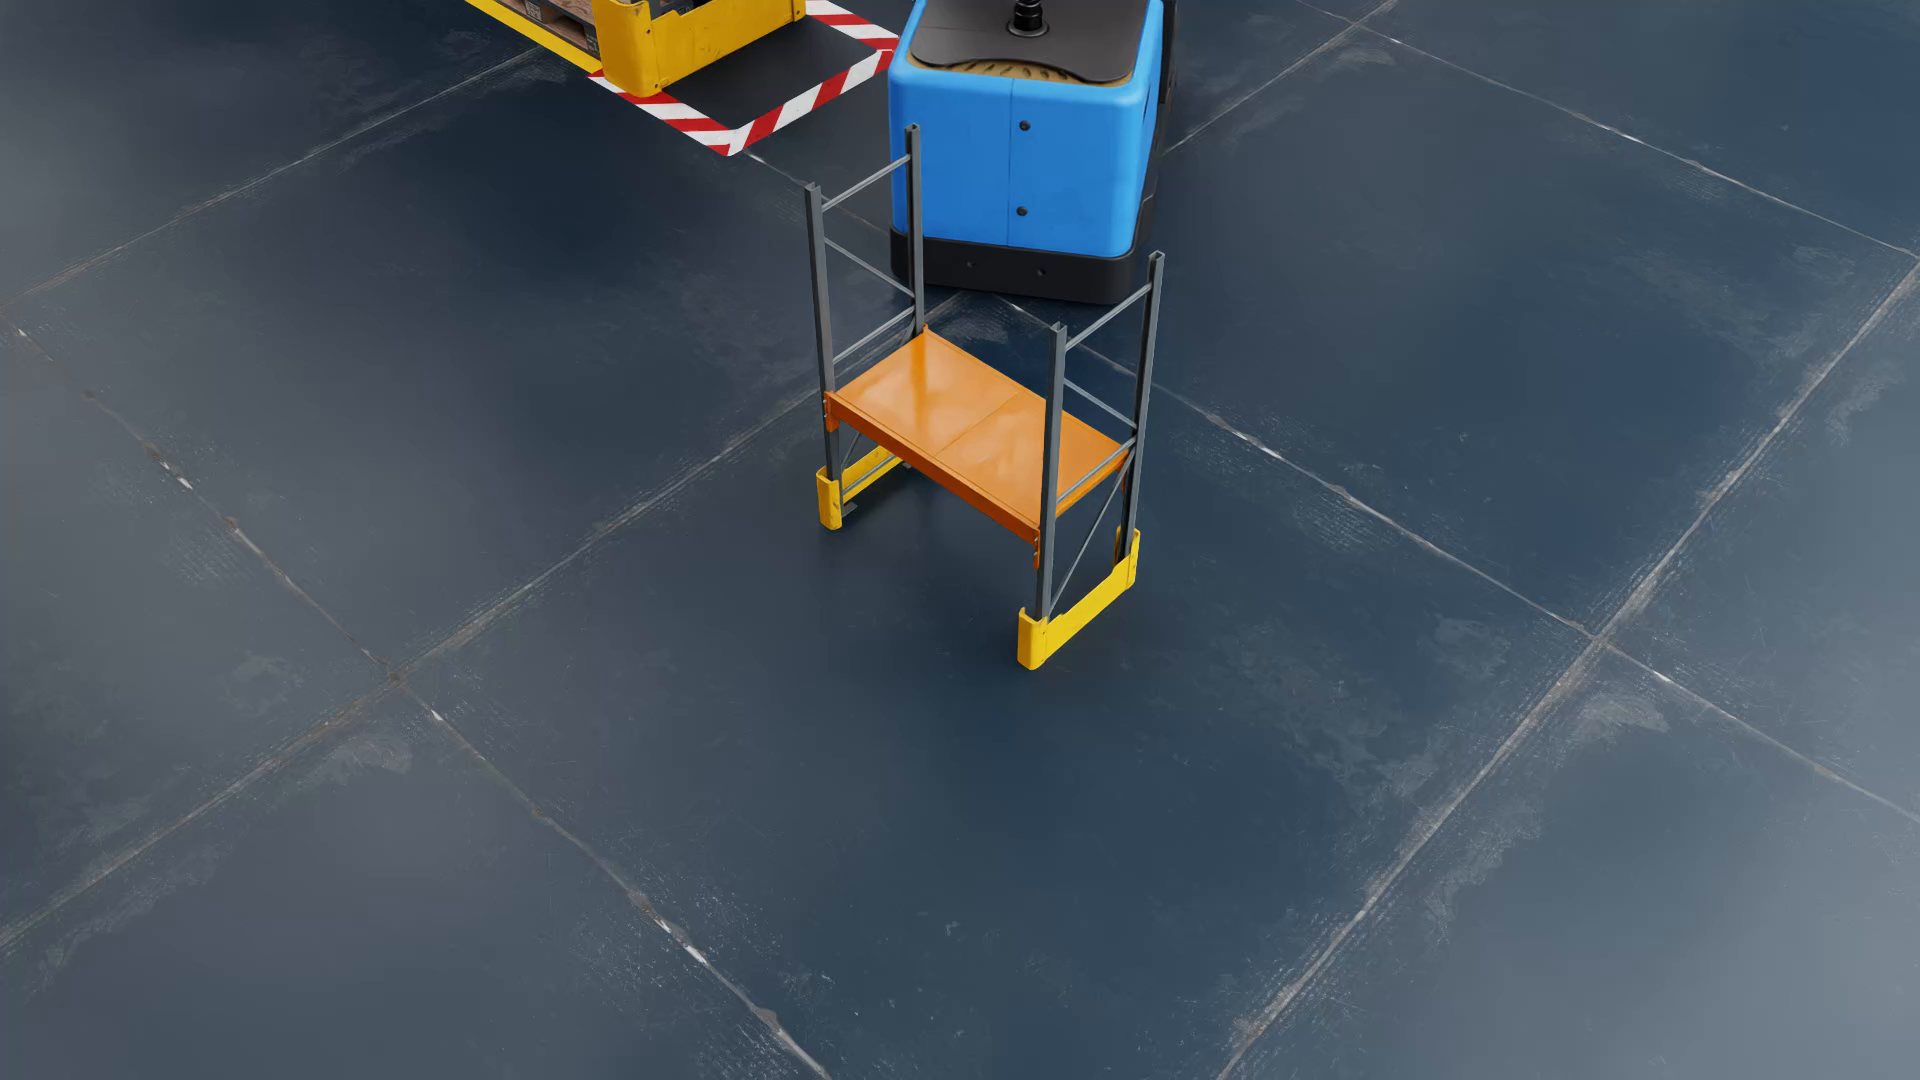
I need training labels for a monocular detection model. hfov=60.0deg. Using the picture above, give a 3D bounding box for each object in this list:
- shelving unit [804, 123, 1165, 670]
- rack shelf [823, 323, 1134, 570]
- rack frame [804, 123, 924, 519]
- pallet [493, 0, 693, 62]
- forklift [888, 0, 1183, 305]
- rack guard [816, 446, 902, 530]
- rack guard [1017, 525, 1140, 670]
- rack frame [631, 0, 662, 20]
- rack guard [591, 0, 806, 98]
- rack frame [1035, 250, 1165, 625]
[{"bbox_3d":[0.056,-0.476,5.668,1.083,1.500,0.587,34,55,28],"label":"shelving unit"},{"bbox_3d":[0.063,-0.348,5.795,1.000,0.185,0.538,34,55,28],"label":"rack shelf"},{"bbox_3d":[-0.311,-0.723,5.900,0.032,1.500,0.500,34,55,28],"label":"rack frame"},{"bbox_3d":[-1.911,-3.070,8.988,1.213,0.211,1.003,34,55,28],"label":"pallet"},{"bbox_3d":[0.478,-3.099,7.149,1.130,2.935,3.031,8,47,7],"label":"forklift"},{"bbox_3d":[-0.310,-0.294,6.355,0.087,0.250,0.587,34,55,28],"label":"rack guard"},{"bbox_3d":[0.422,0.198,5.892,0.087,0.250,0.587,34,55,28],"label":"rack guard"},{"bbox_3d":[-1.230,-3.608,7.580,0.127,3.000,1.000,34,55,28],"label":"rack frame"},{"bbox_3d":[-1.318,-2.765,8.503,0.348,0.500,1.175,34,55,28],"label":"rack guard"},{"bbox_3d":[0.436,-0.220,5.428,0.032,1.500,0.500,34,55,28],"label":"rack frame"}]
